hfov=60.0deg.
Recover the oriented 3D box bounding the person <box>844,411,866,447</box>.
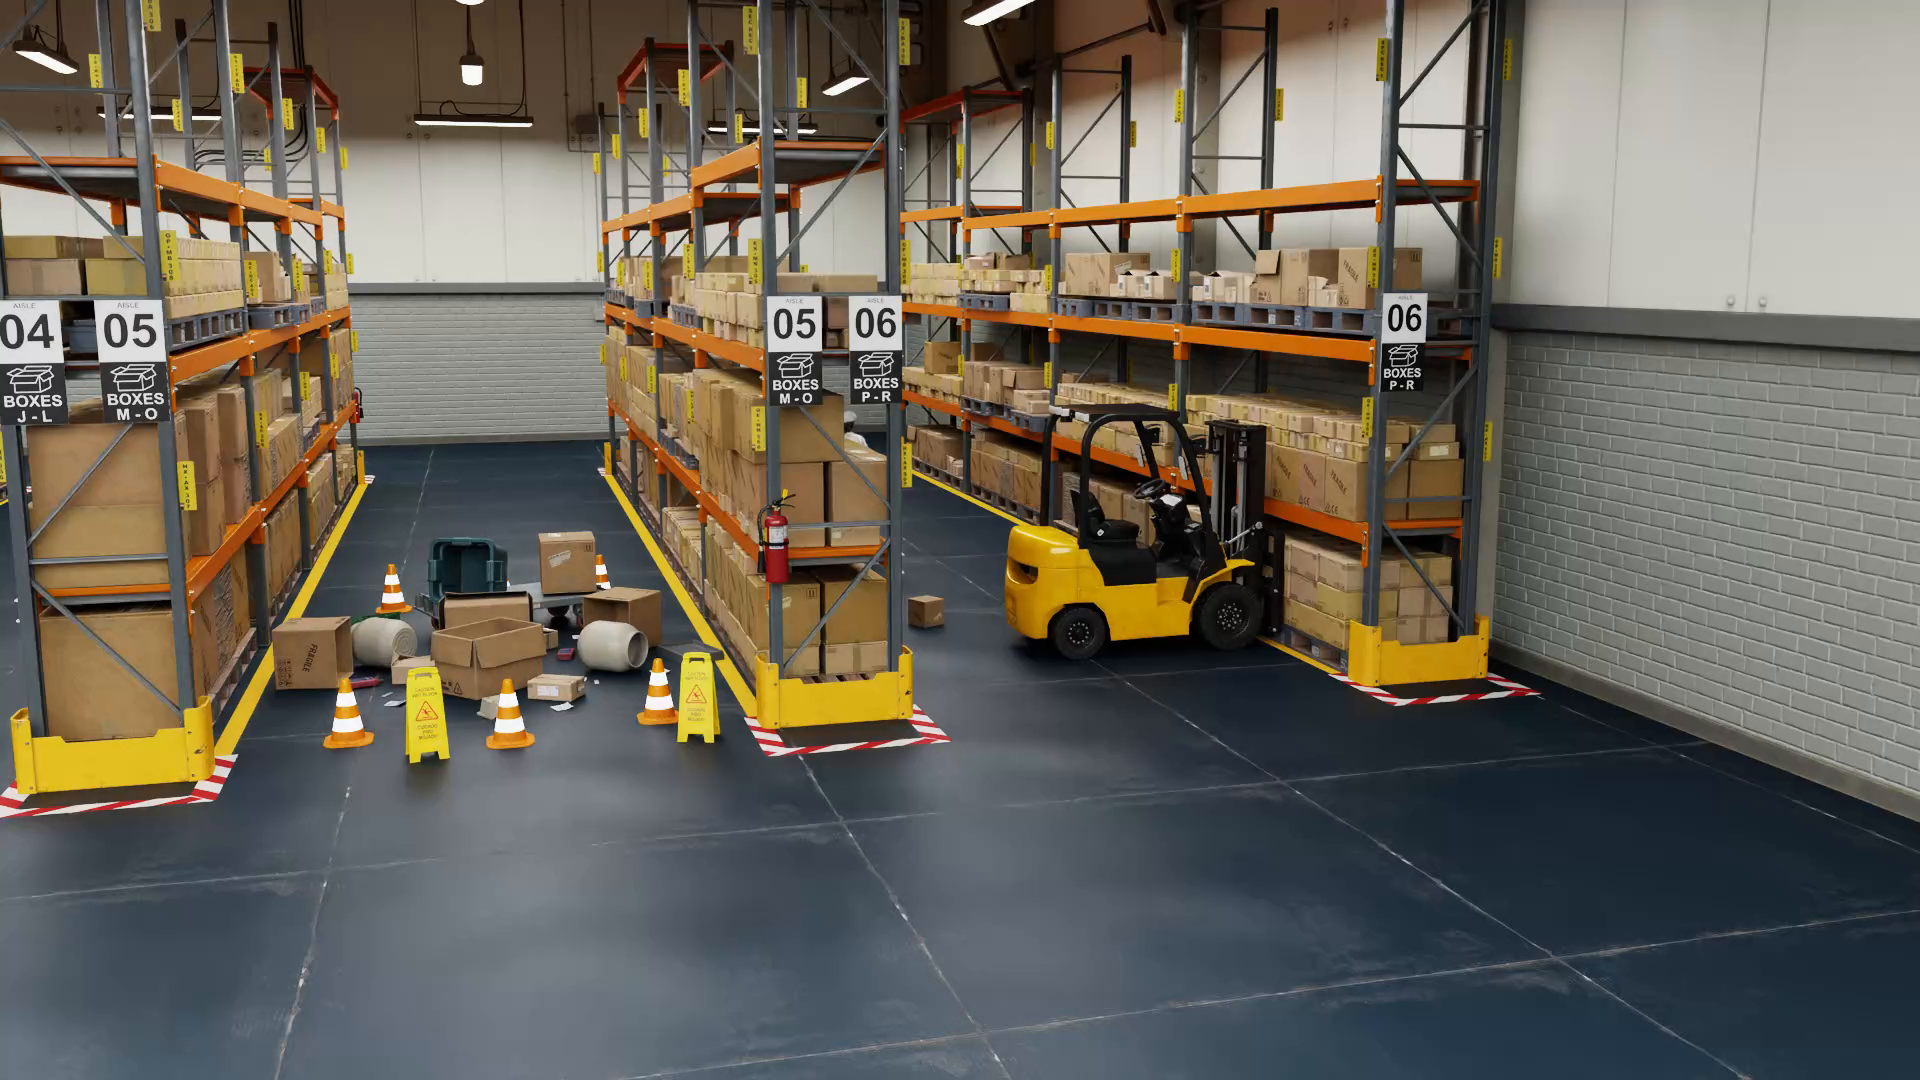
[{"bbox_3d":[-1.332,-0.726,20.097,0.485,1.669,0.679,-3,10,-18],"label":"person"}]
